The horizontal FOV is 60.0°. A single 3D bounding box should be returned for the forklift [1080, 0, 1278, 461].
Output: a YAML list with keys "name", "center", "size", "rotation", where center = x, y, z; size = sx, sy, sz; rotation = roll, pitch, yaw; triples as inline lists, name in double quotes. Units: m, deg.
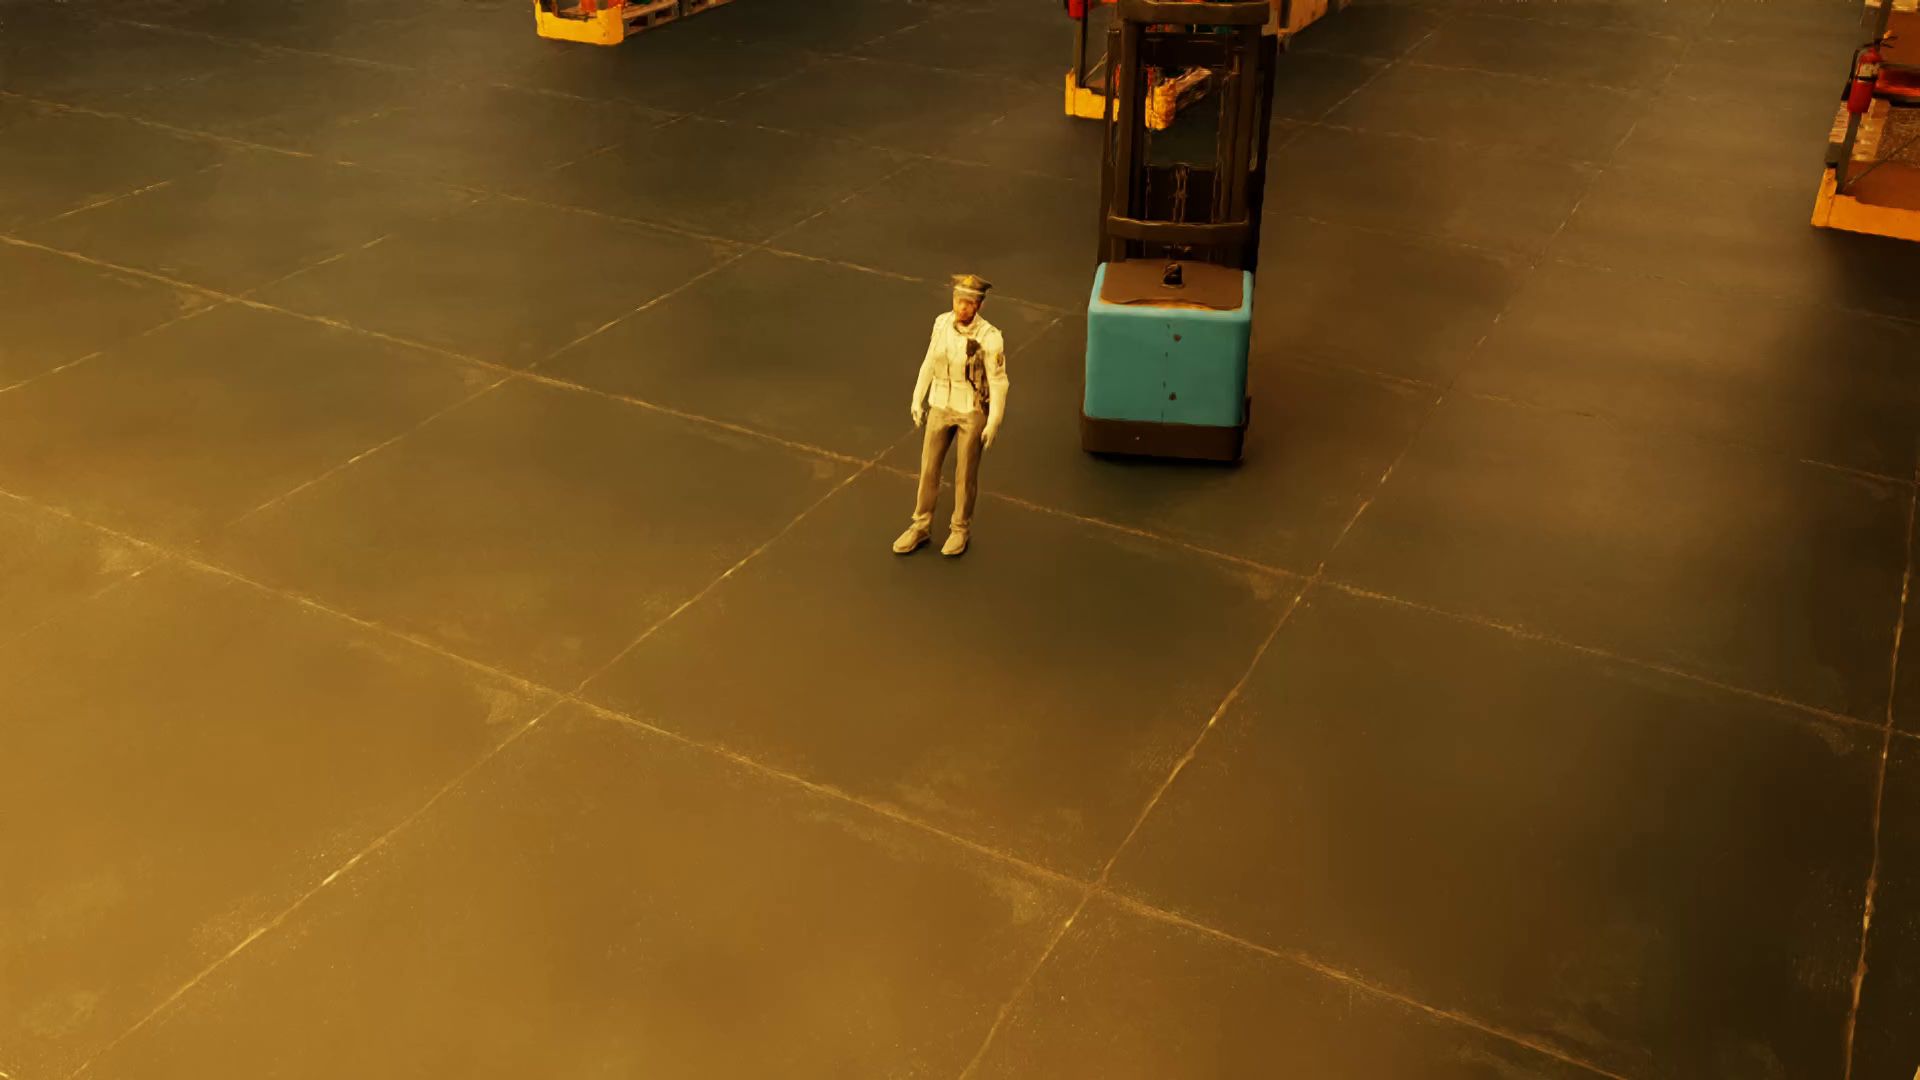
- name: "forklift"
  center: [1.533, -2.500, 11.403]
  size: [1.130, 2.935, 3.031]
  rotation: [4, 30, 8]

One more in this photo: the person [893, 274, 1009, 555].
- name: "person"
  center: [-0.039, -0.713, 9.527]
  size: [0.586, 1.695, 0.533]
  rotation: [15, 33, 25]
